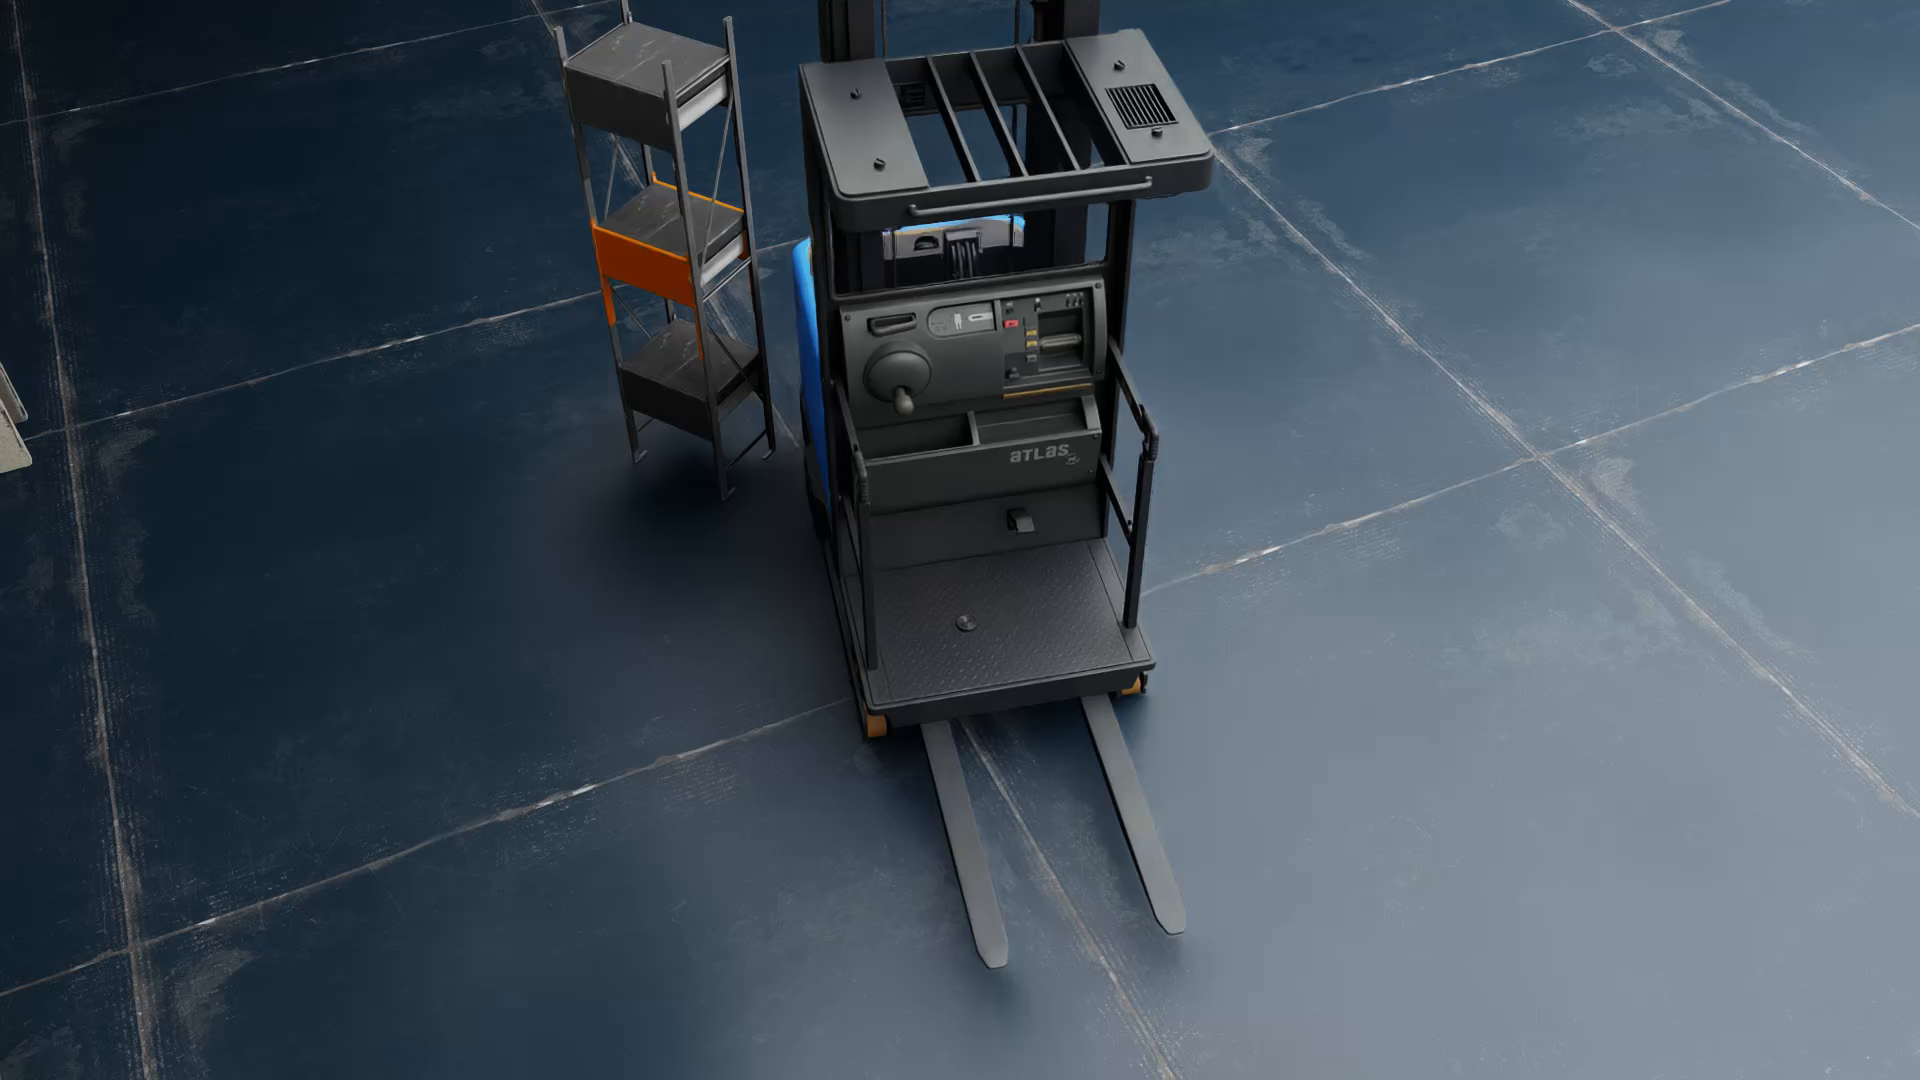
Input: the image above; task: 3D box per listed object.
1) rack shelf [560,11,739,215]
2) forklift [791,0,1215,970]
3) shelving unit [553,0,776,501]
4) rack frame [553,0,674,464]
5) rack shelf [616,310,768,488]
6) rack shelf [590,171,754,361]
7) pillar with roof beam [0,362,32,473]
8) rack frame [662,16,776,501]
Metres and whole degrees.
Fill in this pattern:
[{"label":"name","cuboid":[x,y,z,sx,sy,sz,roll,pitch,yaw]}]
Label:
[{"label":"rack shelf","cuboid":[-1.150,-1.615,6.283,0.480,0.518,0.431,22,49,21]},{"label":"forklift","cuboid":[0.101,-0.582,5.622,1.130,2.935,3.031,-9,45,-9]},{"label":"shelving unit","cuboid":[-1.150,-1.126,6.765,0.503,2.100,0.431,22,49,21]},{"label":"rack frame","cuboid":[-1.361,-1.212,6.852,0.015,2.100,0.400,22,49,21]},{"label":"rack shelf","cuboid":[-1.150,-0.618,7.266,0.480,0.518,0.431,22,49,21]},{"label":"rack shelf","cuboid":[-1.150,-1.116,6.775,0.480,0.518,0.431,22,49,21]},{"label":"pillar with roof beam","cuboid":[-0.481,-4.893,5.671,9.100,9.000,0.400,-18,47,-17]},{"label":"rack frame","cuboid":[-0.939,-1.040,6.678,0.015,2.100,0.400,22,49,21]}]
